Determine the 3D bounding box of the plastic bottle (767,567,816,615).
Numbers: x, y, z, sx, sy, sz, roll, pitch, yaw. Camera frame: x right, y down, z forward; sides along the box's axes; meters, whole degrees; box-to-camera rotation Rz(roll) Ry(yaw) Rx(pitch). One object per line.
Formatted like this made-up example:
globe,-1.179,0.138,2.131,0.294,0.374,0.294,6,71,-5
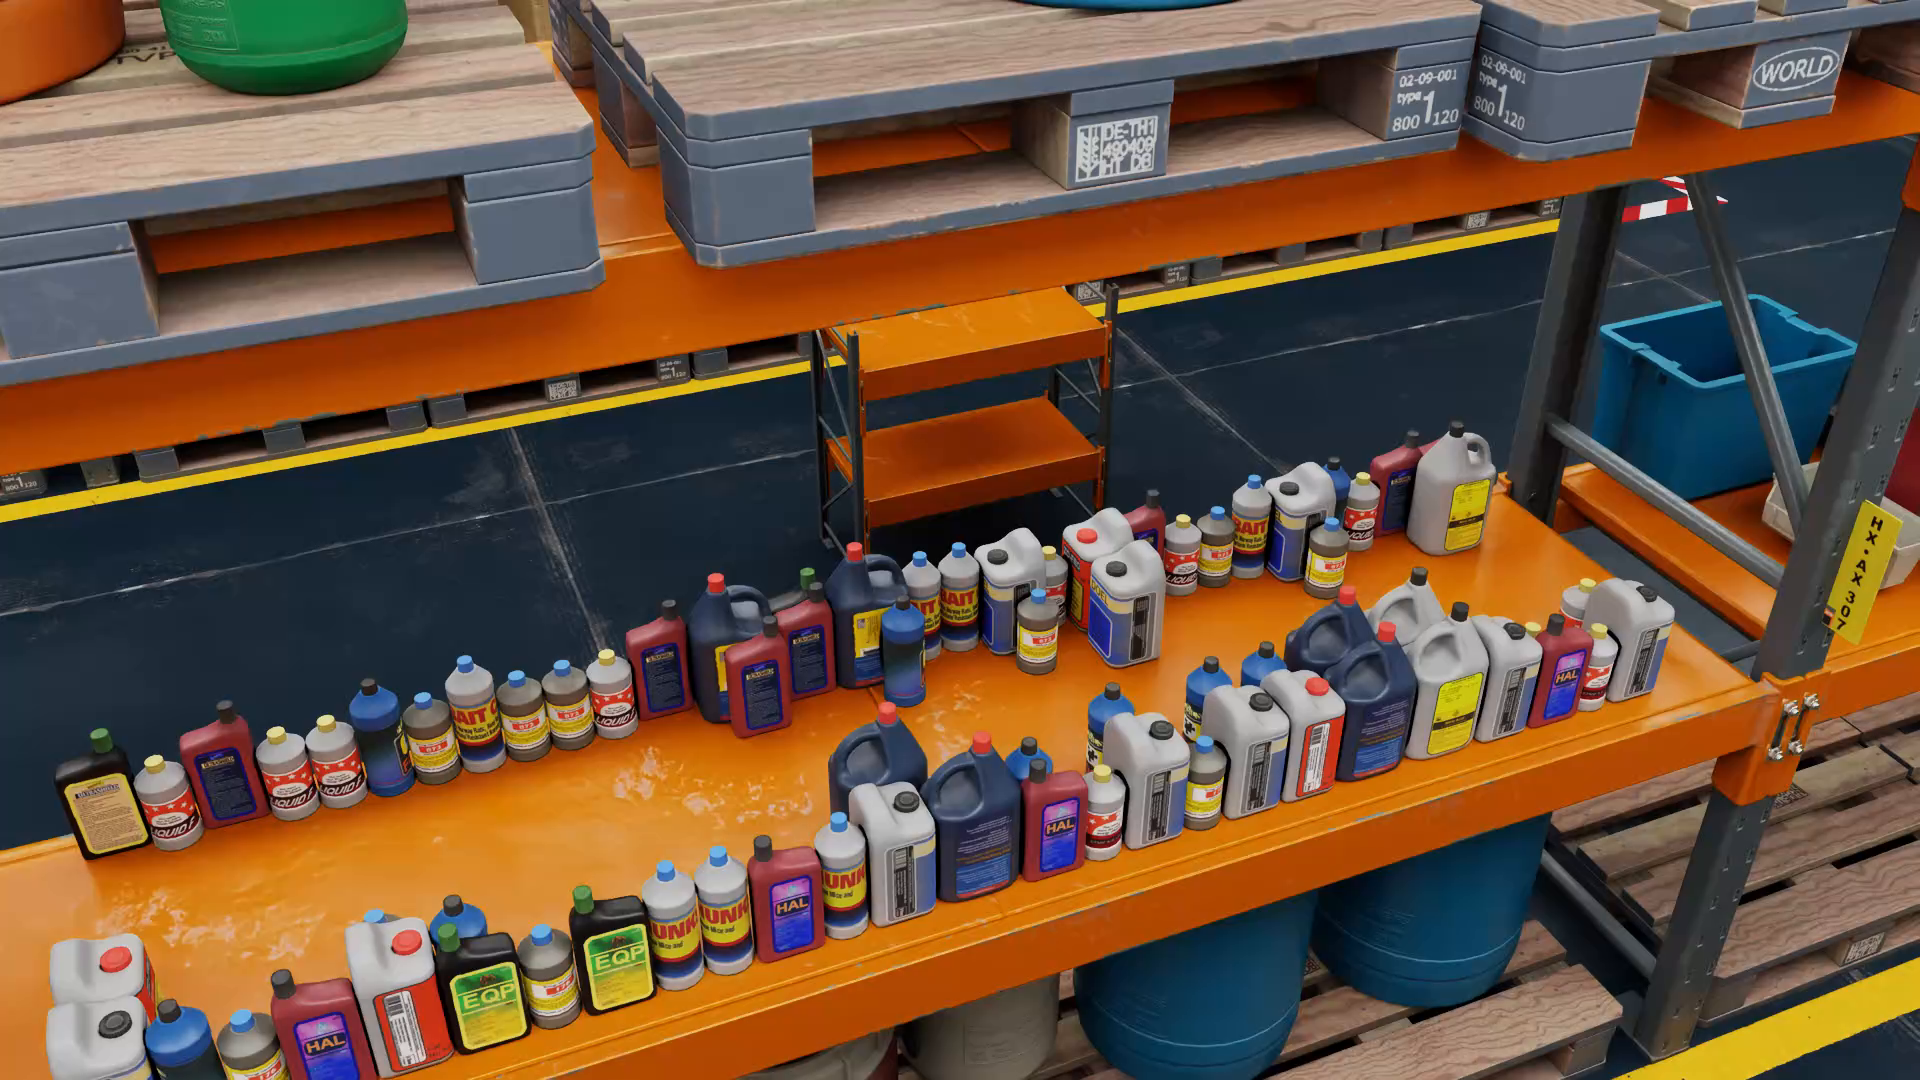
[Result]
plastic bottle,-0.376,0.197,3.803,0.133,0.283,0.061,-13,35,-19

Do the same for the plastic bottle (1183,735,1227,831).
plastic bottle,0.496,0.492,3.426,0.097,0.201,0.097,0,33,0

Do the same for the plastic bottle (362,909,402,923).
plastic bottle,-1.046,0.755,3.022,0.097,0.201,0.097,0,33,0

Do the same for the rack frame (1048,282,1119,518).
rack frame,0.475,-0.580,6.610,0.032,1.125,0.500,-13,35,-19

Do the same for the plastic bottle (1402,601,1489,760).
plastic bottle,1.036,0.292,3.597,0.185,0.351,0.144,-13,35,-19

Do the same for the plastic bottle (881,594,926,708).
plastic bottle,-0.126,0.241,3.747,0.097,0.271,0.097,0,33,0

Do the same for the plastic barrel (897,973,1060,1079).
plastic barrel,0.040,1.109,4.191,0.421,0.512,0.421,0,33,0

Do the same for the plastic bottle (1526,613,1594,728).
plastic bottle,1.323,0.279,3.678,0.133,0.283,0.061,-13,35,-19

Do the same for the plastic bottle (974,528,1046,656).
plastic bottle,0.115,0.115,3.937,0.135,0.276,0.152,-13,35,-19

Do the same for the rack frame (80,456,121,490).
rack frame,-3.845,-1.735,6.666,0.127,3.000,1.000,-13,35,-19

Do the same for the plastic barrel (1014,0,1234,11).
plastic barrel,0.242,-1.294,2.393,0.708,0.901,0.600,-13,35,-19

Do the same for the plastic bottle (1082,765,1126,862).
plastic bottle,0.282,0.541,3.351,0.097,0.201,0.097,0,33,0

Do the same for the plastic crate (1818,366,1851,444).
plastic crate,2.685,-0.369,4.764,0.590,0.125,0.437,-13,35,-19

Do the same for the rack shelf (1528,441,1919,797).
rack shelf,3.601,-0.208,4.980,4.000,0.370,1.077,-13,35,-19

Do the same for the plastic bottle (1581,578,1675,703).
plastic bottle,1.518,0.210,3.790,0.135,0.276,0.152,-13,35,-19

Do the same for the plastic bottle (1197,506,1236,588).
plastic bottle,0.638,0.010,4.166,0.097,0.201,0.097,0,33,0

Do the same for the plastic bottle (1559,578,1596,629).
plastic bottle,1.453,0.183,3.901,0.097,0.201,0.097,0,33,0

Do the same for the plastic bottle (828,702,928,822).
plastic bottle,-0.163,0.476,3.313,0.185,0.351,0.144,-13,35,-19

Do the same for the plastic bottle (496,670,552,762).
plastic bottle,-0.949,0.374,3.608,0.097,0.201,0.097,0,33,0

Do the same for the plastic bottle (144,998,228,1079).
plastic bottle,-1.290,0.871,2.779,0.097,0.271,0.097,0,33,0

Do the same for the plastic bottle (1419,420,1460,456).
plastic bottle,1.253,-0.176,4.377,0.133,0.283,0.061,-13,35,-19

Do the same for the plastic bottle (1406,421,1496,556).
plastic bottle,1.269,-0.147,4.271,0.185,0.351,0.144,-13,35,-19

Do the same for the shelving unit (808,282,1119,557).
shelving unit,0.006,-0.473,6.445,1.048,1.125,0.538,-13,35,-19

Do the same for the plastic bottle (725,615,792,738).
plastic bottle,-0.443,0.298,3.649,0.133,0.283,0.061,-13,35,-19

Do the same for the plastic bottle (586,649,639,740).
plastic bottle,-0.769,0.332,3.671,0.097,0.201,0.097,0,33,0

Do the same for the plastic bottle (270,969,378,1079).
plastic bottle,-1.087,0.830,2.830,0.133,0.283,0.061,-13,35,-19

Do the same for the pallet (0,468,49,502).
pallet,-4.620,-0.412,7.189,1.213,0.211,1.003,-13,35,-19

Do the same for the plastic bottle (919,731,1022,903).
plastic bottle,0.020,0.524,3.239,0.185,0.351,0.144,-13,35,-19

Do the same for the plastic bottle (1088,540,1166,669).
plastic bottle,0.388,0.142,3.894,0.135,0.276,0.152,-13,35,-19

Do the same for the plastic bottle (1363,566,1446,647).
plastic bottle,0.980,0.219,3.708,0.185,0.351,0.144,-13,35,-19

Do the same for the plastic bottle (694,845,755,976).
plastic bottle,-0.438,0.676,3.078,0.097,0.271,0.097,0,33,0

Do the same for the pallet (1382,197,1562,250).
pallet,2.726,-2.070,9.738,1.213,0.211,1.003,-13,35,-19

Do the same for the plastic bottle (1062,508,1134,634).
plastic bottle,0.329,0.066,4.012,0.135,0.276,0.152,-13,35,-19

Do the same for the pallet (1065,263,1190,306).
pallet,0.476,-1.555,8.946,1.213,0.211,1.003,-13,35,-19

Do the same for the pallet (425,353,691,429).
pallet,-2.019,-0.960,8.032,1.213,0.211,1.003,-13,35,-19

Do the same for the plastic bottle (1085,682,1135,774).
plastic bottle,0.313,0.414,3.481,0.097,0.271,0.097,0,33,0

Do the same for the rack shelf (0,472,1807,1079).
rack shelf,-0.087,0.636,3.682,4.000,0.370,1.077,-13,35,-19

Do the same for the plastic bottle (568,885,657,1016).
plastic bottle,-0.627,0.725,2.992,0.133,0.283,0.061,-13,35,-19

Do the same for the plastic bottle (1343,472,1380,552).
plastic bottle,1.031,-0.080,4.304,0.097,0.201,0.097,0,33,0

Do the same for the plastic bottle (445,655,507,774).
plastic bottle,-1.038,0.365,3.557,0.097,0.271,0.097,0,33,0

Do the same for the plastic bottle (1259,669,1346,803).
plastic bottle,0.717,0.394,3.508,0.135,0.276,0.152,-13,35,-19

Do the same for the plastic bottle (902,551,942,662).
plastic bottle,-0.092,0.148,3.890,0.097,0.271,0.097,0,33,0

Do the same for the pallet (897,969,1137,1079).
pallet,-0.097,1.483,4.278,1.213,0.211,1.003,-13,35,-19

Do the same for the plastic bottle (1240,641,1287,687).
plastic bottle,0.651,0.337,3.600,0.097,0.271,0.097,0,33,0

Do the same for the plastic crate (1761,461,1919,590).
plastic crate,2.241,-0.029,4.230,0.243,0.136,0.396,-13,35,-19

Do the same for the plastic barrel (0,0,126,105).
plastic barrel,-1.407,-0.975,1.969,0.708,0.830,0.600,-13,35,-19

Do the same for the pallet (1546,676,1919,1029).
pallet,2.420,0.906,5.163,1.213,0.211,1.003,-13,35,-19

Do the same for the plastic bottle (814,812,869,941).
plastic bottle,-0.225,0.627,3.153,0.097,0.271,0.097,0,33,0

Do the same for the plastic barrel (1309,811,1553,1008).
plastic barrel,1.249,0.722,4.429,0.708,0.901,0.600,-13,35,-19

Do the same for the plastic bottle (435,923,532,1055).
plastic bottle,-0.839,0.774,2.917,0.133,0.283,0.061,-13,35,-19

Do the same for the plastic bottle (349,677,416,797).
plastic bottle,-1.218,0.406,3.494,0.097,0.271,0.097,0,33,0

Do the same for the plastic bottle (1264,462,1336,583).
plastic bottle,0.845,-0.052,4.194,0.135,0.276,0.152,-13,35,-19

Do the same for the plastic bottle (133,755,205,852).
plastic bottle,-1.610,0.525,3.375,0.097,0.201,0.097,0,33,0

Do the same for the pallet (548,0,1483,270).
pallet,0.027,-0.810,2.668,1.213,0.211,1.003,-13,35,-19

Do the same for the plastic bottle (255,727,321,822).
plastic bottle,-1.397,0.476,3.450,0.097,0.201,0.097,0,33,0

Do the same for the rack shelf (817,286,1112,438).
rack shelf,0.006,-0.718,6.286,1.000,0.278,0.538,-13,35,-19
